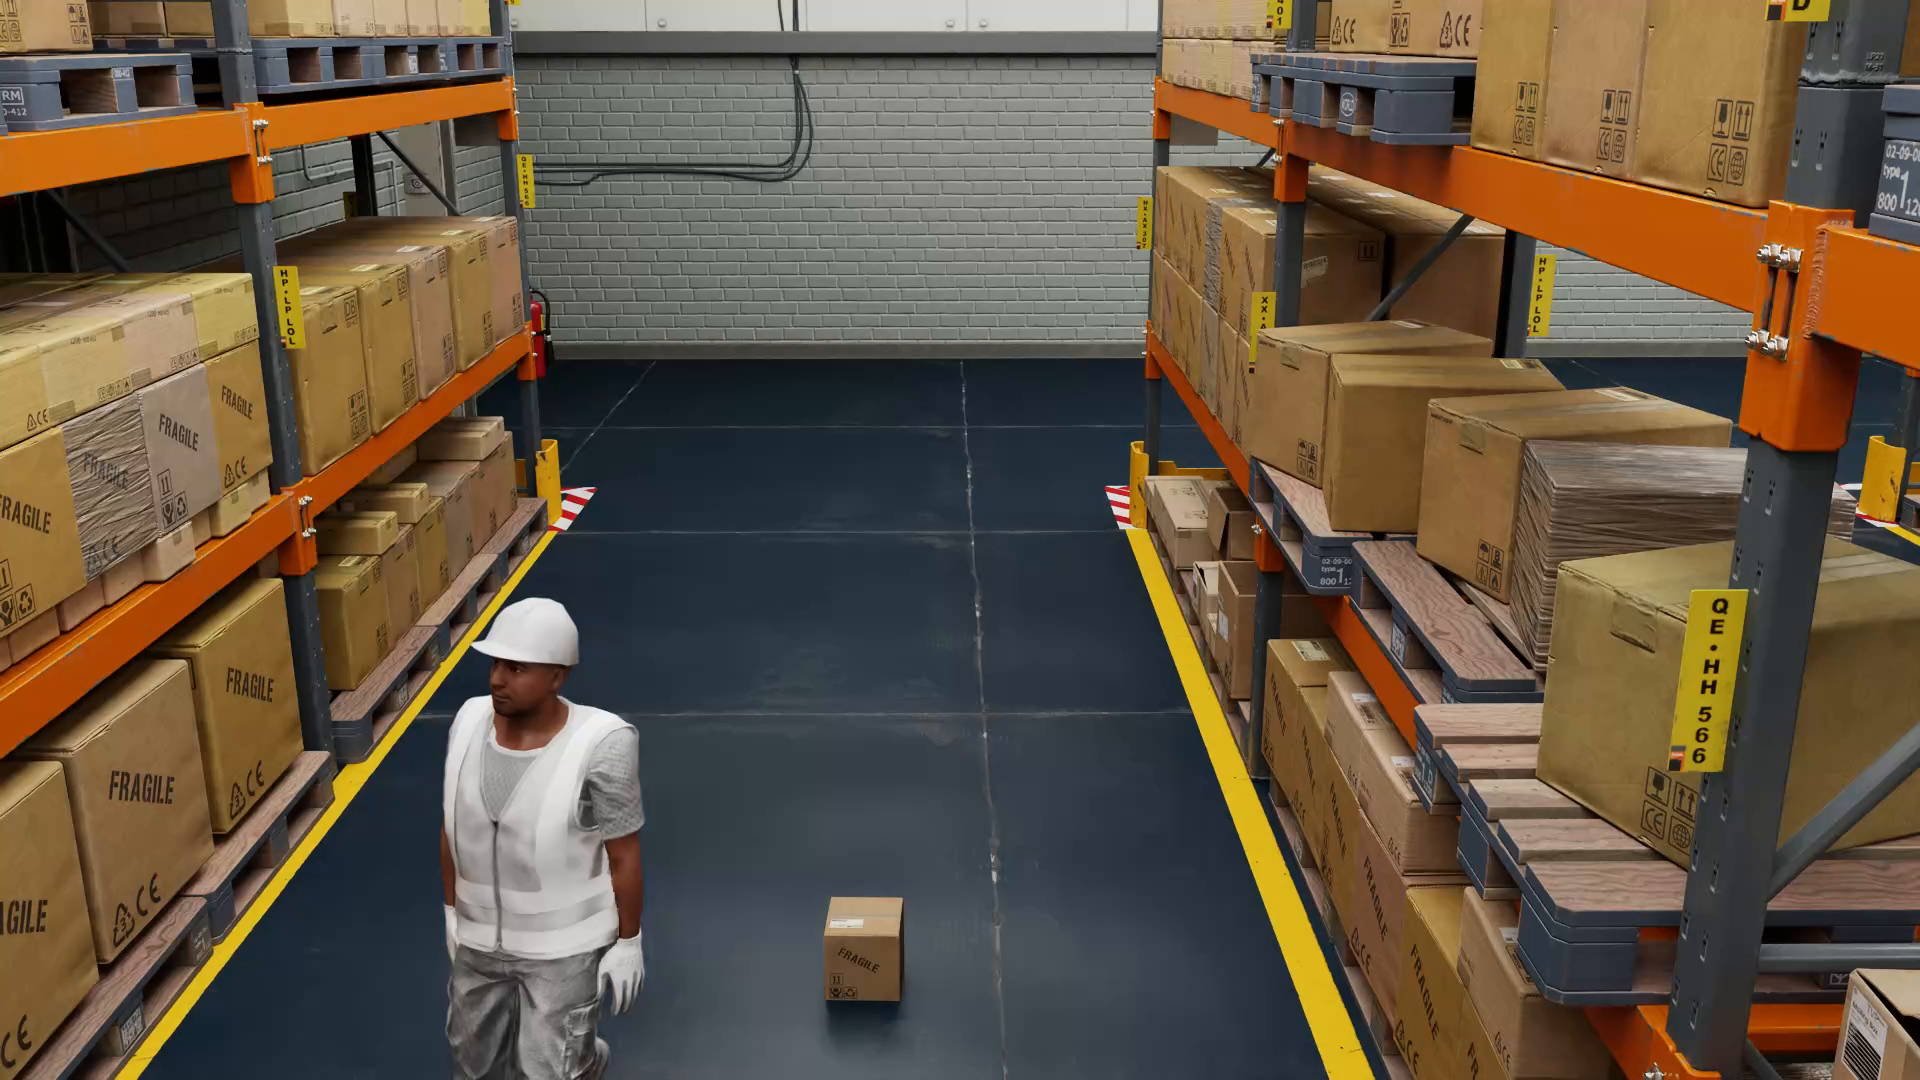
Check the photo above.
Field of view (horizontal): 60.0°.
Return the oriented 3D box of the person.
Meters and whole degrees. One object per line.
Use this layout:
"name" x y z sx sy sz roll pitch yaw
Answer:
"person" -1.060 0.982 4.242 0.557 1.767 0.729 6 18 20
